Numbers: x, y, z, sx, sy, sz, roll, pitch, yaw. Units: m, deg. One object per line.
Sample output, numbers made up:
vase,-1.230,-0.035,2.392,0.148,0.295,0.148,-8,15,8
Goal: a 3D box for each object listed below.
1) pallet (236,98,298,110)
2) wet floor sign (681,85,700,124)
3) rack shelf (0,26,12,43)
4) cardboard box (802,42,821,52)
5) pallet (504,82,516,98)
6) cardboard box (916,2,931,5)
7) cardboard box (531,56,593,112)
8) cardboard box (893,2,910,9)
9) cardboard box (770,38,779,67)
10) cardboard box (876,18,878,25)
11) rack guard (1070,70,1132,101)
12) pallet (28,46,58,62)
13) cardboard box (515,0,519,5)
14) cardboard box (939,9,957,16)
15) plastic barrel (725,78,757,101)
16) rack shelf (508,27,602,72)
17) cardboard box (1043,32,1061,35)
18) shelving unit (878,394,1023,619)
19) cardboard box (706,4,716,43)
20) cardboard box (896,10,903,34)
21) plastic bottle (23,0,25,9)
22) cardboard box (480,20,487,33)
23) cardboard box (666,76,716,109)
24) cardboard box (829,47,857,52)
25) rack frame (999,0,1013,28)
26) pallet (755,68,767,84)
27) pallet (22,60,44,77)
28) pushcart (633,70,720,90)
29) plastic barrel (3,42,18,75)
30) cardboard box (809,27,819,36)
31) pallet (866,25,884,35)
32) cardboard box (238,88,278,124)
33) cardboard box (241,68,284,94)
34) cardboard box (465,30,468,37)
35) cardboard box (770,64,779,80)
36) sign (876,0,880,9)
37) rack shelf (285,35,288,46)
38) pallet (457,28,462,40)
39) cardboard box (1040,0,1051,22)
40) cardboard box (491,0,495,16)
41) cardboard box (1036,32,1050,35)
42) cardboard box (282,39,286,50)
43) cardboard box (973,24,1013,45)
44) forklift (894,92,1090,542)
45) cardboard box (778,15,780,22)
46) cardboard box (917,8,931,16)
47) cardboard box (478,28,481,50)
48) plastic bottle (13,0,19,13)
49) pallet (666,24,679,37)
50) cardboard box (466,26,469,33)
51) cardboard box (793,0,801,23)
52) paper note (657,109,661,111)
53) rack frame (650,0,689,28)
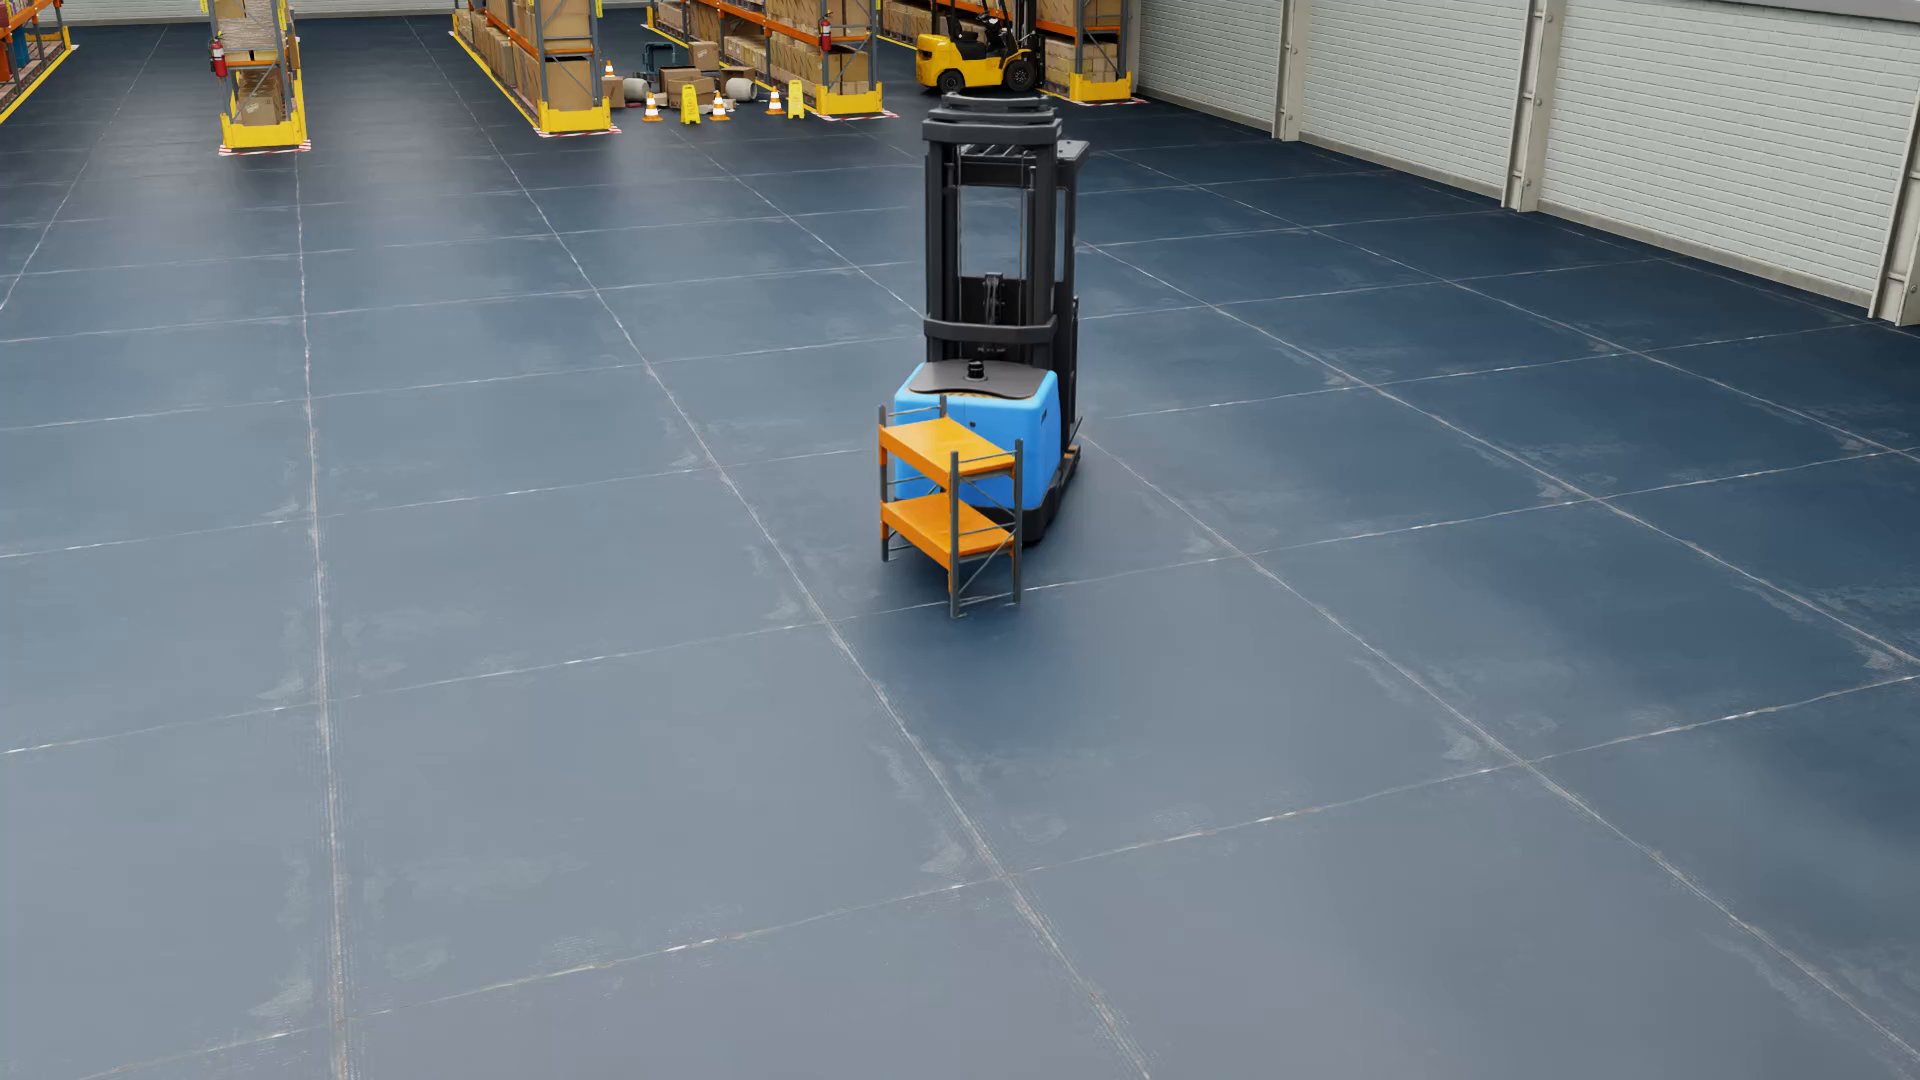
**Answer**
pallet,-12.390,-7.699,29.744,1.003,0.211,1.213,-8,24,-19
wet floor sign,-4.709,-7.589,28.926,0.267,0.644,0.232,-13,26,-28
rack shelf,-18.000,-8.938,30.021,1.077,0.370,4.000,-8,24,-19
cardboard box,-2.696,-9.079,30.629,0.380,0.149,0.250,-8,24,-17
pallet,-8.327,-8.852,32.479,1.003,0.211,1.213,-8,24,-19
cardboard box,-0.866,-13.147,40.922,0.380,0.149,0.250,-10,25,-22
cardboard box,-6.873,-7.865,28.743,0.875,0.875,0.875,-8,24,-19
cardboard box,-1.424,-13.164,40.962,0.380,0.149,0.250,-10,25,-22
cardboard box,-3.433,-9.603,32.706,0.500,0.500,0.500,-7,24,-16
cardboard box,-2.045,-13.214,42.368,0.380,0.149,0.250,-9,25,-21
rack guard,2.675,-8.651,31.631,1.175,0.500,0.348,-8,24,-19
pallet,-20.851,-10.871,37.270,1.003,0.211,1.213,-8,24,-19
cardboard box,-7.521,-9.896,29.783,0.875,0.550,0.550,-8,24,-19
cardboard box,-0.284,-12.471,39.318,0.380,0.149,0.250,-8,24,-18
plastic barrel,-4.122,-8.485,31.336,0.512,0.421,0.421,8,24,18
rack shelf,-7.278,-8.808,29.713,1.077,0.370,4.000,-8,24,-19
cardboard box,1.967,-10.132,33.639,0.500,0.250,0.500,-8,24,-19
shelving unit,-0.074,-0.239,10.868,0.538,1.125,1.048,-12,26,-26
cardboard box,-5.280,-11.837,38.168,0.875,0.875,0.875,-8,24,-18
cardboard box,-1.243,-12.633,40.538,0.500,0.500,0.500,-9,25,-21
plastic bottle,-19.554,-11.220,34.658,0.061,0.283,0.133,-8,24,-19
cardboard box,-10.073,-11.102,35.940,0.500,0.250,0.500,-8,24,-18
cardboard box,-4.965,-8.270,30.722,0.637,0.503,0.797,12,26,27
cardboard box,-2.200,-8.930,31.109,0.500,0.500,0.500,-9,25,-21
rack frame,1.253,-11.265,34.615,1.000,3.000,0.127,-8,24,-19
pallet,-3.666,-9.580,34.208,1.003,0.211,1.213,-8,24,-19
pallet,-19.886,-9.879,34.917,1.003,0.211,1.213,-8,24,-19
pushcart,-5.505,-9.043,32.720,1.648,0.377,0.936,-18,29,-37
plastic barrel,-19.295,-9.665,33.382,0.600,0.588,0.708,-8,24,-19
cardboard box,-2.502,-9.197,30.031,0.380,0.149,0.250,-9,24,-20
pallet,-1.815,-13.136,42.645,1.003,0.211,1.213,-8,24,-19
cardboard box,-11.695,-7.253,27.773,0.500,0.500,0.500,-2,23,-5
cardboard box,-12.857,-8.500,30.706,0.700,0.500,0.500,-10,25,-23
cardboard box,-11.634,-12.125,39.785,0.380,0.149,0.250,-8,24,-19
cardboard box,-3.433,-9.257,32.852,0.500,0.250,0.500,-10,25,-21
sign,-1.469,-9.602,29.556,0.100,0.325,0.005,-8,24,-19
rack shelf,-13.367,-9.618,31.634,1.077,0.370,4.000,-8,24,-19
pallet,-11.943,-12.614,41.406,1.003,0.211,1.213,-8,24,-19
cardboard box,1.891,-10.376,32.378,0.500,0.500,0.500,-9,24,-20
cardboard box,-9.131,-10.798,33.379,0.500,0.500,0.500,-8,24,-19
cardboard box,1.488,-10.067,33.485,0.500,0.250,0.500,-7,24,-17
cardboard box,-11.564,-8.348,28.018,0.380,0.149,0.250,-8,24,-19
cardboard box,0.791,-10.835,36.112,0.875,0.625,0.625,-9,24,-20
forklift,0.341,-1.880,12.438,1.130,2.935,3.031,5,23,11
cardboard box,-3.318,-10.131,32.249,0.380,0.149,0.250,-8,24,-19
cardboard box,-0.799,-12.502,39.393,0.380,0.149,0.250,-8,24,-17
cardboard box,-10.411,-11.130,36.972,0.500,0.500,0.500,-8,24,-18
plastic bottle,-19.242,-10.845,33.778,0.152,0.276,0.135,-8,24,-19
pallet,-6.846,-12.935,42.168,1.003,0.211,1.213,-8,24,-19
cardboard box,-11.438,-12.053,39.231,0.380,0.149,0.250,-9,25,-21
cardboard box,-2.772,-9.836,30.714,0.500,0.500,0.500,-8,24,-19
paper note,-5.522,-7.832,30.294,0.144,0.017,0.142,0,23,-1
rack frame,-7.628,-14.943,43.341,1.000,3.000,0.127,-8,24,-19
